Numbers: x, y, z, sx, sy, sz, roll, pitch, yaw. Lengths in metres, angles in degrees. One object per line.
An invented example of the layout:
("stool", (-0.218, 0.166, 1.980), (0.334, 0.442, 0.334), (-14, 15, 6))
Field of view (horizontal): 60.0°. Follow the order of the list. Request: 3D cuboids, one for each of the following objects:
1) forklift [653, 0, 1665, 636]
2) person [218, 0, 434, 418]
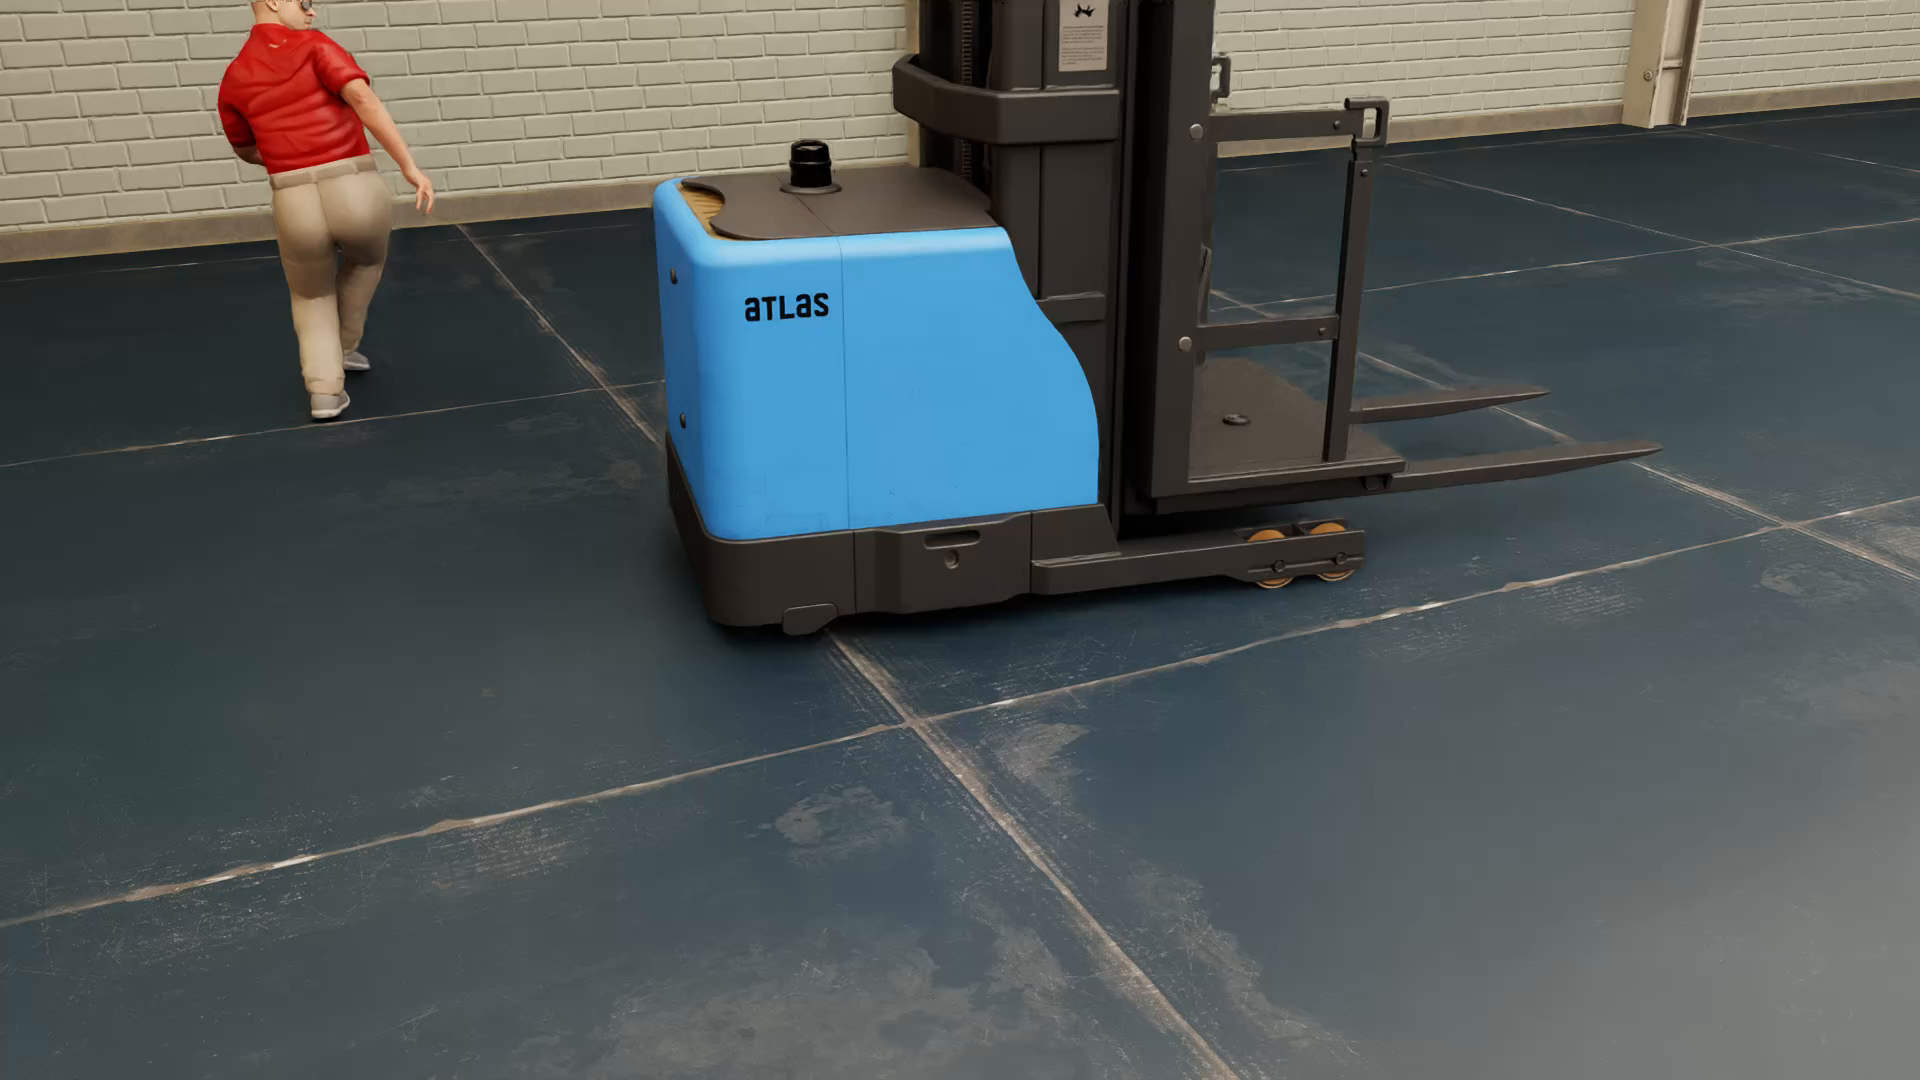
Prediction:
("forklift", (0.670, -1.401, 4.659), (3.031, 2.935, 1.130), (-6, 23, -15))
("person", (-2.306, -1.301, 6.220), (0.777, 1.573, 0.792), (-3, 23, -6))
